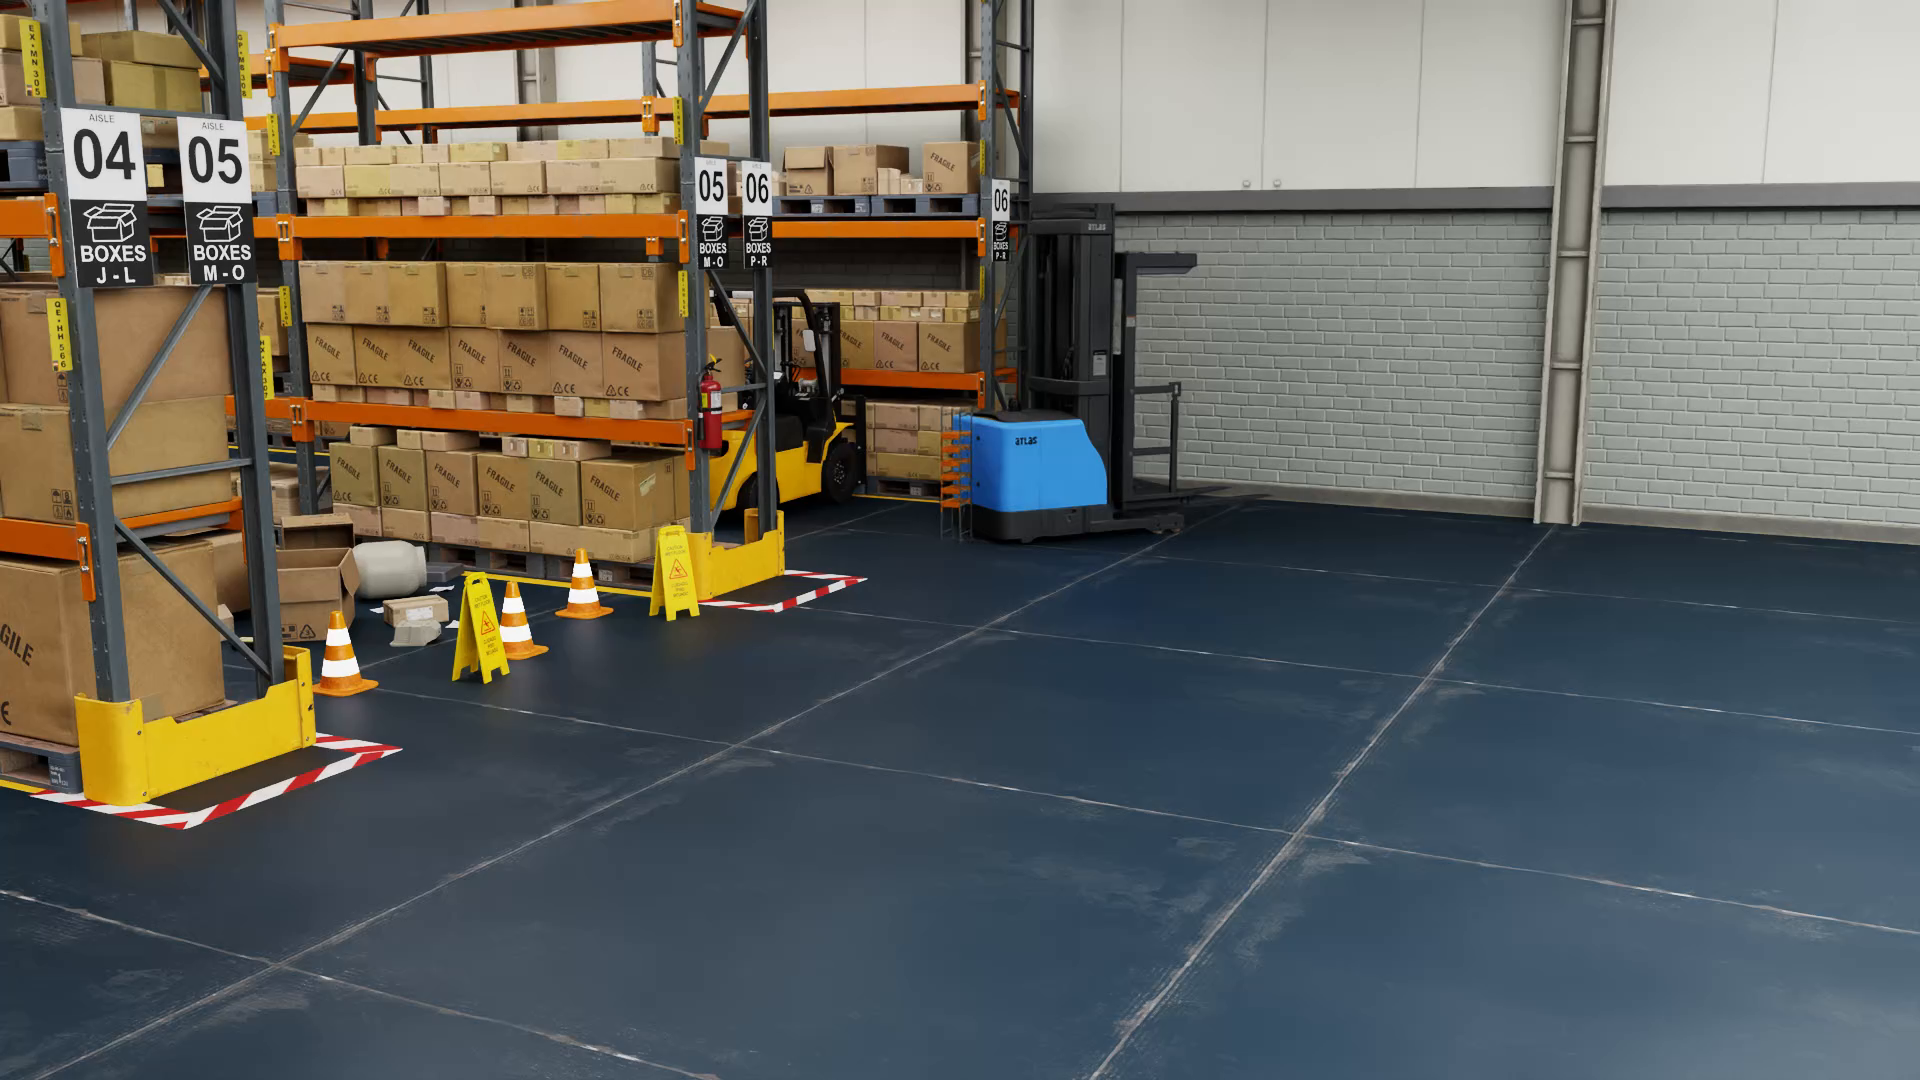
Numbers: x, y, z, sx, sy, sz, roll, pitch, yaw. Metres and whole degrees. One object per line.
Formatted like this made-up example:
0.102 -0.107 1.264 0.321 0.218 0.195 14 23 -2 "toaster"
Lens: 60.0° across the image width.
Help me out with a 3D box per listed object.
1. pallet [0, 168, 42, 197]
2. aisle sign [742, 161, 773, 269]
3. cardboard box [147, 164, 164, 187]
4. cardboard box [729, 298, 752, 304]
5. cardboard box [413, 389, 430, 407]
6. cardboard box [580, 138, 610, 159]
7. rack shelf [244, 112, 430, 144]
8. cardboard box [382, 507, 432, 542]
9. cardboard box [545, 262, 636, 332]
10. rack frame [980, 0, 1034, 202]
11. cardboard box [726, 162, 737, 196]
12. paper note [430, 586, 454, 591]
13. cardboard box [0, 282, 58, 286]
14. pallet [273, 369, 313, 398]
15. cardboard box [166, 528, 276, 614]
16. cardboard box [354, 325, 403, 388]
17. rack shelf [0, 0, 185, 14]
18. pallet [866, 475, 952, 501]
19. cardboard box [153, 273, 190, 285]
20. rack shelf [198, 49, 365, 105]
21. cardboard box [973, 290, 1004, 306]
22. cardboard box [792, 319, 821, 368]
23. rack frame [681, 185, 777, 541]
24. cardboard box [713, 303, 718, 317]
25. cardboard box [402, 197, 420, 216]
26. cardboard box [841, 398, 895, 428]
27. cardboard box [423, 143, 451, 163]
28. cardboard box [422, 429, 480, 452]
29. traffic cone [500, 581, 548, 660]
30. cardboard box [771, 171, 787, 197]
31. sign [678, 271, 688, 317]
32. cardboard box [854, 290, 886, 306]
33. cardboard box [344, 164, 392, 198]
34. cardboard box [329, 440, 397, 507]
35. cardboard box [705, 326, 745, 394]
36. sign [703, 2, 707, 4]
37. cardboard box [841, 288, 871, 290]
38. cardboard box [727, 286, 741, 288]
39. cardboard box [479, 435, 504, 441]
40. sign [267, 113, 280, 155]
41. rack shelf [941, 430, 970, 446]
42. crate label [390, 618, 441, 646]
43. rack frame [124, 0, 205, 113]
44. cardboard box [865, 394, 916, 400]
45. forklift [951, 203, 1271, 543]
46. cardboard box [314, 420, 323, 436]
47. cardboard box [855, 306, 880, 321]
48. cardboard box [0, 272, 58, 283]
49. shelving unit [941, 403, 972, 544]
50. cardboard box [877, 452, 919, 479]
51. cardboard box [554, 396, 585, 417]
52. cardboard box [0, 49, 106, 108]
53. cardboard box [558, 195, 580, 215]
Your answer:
-5.587 -1.913 8.706 1.213 0.211 1.003 5 11 26 "pallet"
-1.527 -2.451 12.549 0.004 0.787 0.394 5 11 26 "aisle sign"
-6.803 -3.155 14.558 0.500 0.250 0.500 5 11 27 "cardboard box"
-2.266 -2.616 17.823 0.250 0.149 0.380 5 12 27 "cardboard box"
-4.205 -1.174 13.498 0.250 0.149 0.380 5 11 26 "cardboard box"
-2.605 -2.895 12.346 0.250 0.149 0.380 5 11 25 "cardboard box"
-8.494 -5.109 20.835 4.000 0.370 1.077 5 11 26 "rack shelf"
-4.413 -0.166 13.765 0.500 0.250 0.500 6 12 29 "cardboard box"
-2.725 -1.861 12.666 0.500 0.500 0.700 5 11 26 "cardboard box"
0.474 -4.872 16.381 0.127 3.000 1.000 5 11 26 "rack frame"
-2.052 -2.758 12.708 0.500 0.250 0.500 5 11 25 "cardboard box"
-3.935 0.365 12.629 0.148 0.019 0.142 1 10 6 "paper note"
-5.111 -1.063 8.730 0.550 0.550 0.875 5 11 26 "cardboard box"
-5.928 -1.431 14.754 1.213 0.211 1.003 5 11 26 "pallet"
-5.257 0.228 11.675 0.503 0.637 0.797 5 11 26 "cardboard box"
-4.575 -1.523 13.605 0.500 0.500 0.500 5 11 26 "cardboard box"
-12.081 -7.257 22.245 4.000 0.370 1.077 5 11 26 "rack shelf"
-0.231 -0.601 17.460 1.213 0.211 1.003 5 11 26 "pallet"
-7.302 -2.395 15.423 0.250 0.149 0.380 4 11 23 "cardboard box"
-7.100 -4.001 14.712 4.000 0.370 1.077 5 11 26 "rack shelf"
0.267 -2.495 17.157 0.250 0.149 0.380 5 11 25 "cardboard box"
-1.461 -2.087 17.555 0.500 0.500 0.500 5 11 26 "cardboard box"
-1.719 -1.127 12.534 0.127 3.000 1.000 5 11 26 "rack frame"
-2.465 -2.500 18.020 0.250 0.149 0.380 5 11 26 "cardboard box"
-4.213 -2.650 13.235 0.250 0.149 0.380 5 11 24 "cardboard box"
-0.995 -1.329 17.387 0.500 0.250 0.500 5 11 27 "cardboard box"
-3.976 -3.016 13.016 0.250 0.149 0.380 5 11 25 "cardboard box"
-4.107 -0.814 13.419 0.250 0.149 0.380 6 12 29 "cardboard box"
-2.862 0.498 10.681 0.334 0.463 0.336 5 11 26 "traffic cone"
-1.917 -3.735 17.442 0.258 0.266 0.396 5 11 24 "cardboard box"
-1.983 -1.765 11.922 0.005 0.325 0.100 5 11 26 "sign"
-0.896 -2.494 17.152 0.250 0.149 0.380 5 12 27 "cardboard box"
-4.566 -2.873 13.346 0.500 0.250 0.500 5 11 25 "cardboard box"
-4.897 -0.575 13.921 0.500 0.500 0.500 6 12 29 "cardboard box"
-2.021 -1.404 12.949 0.500 0.500 0.500 5 11 25 "cardboard box"
-2.846 -5.811 18.505 0.005 0.325 0.100 5 11 26 "sign"
-1.108 -2.622 17.856 0.250 0.149 0.380 5 11 26 "cardboard box"
-2.487 -2.747 18.546 0.250 0.149 0.380 5 11 24 "cardboard box"
-4.200 -0.621 14.176 0.500 0.500 0.500 5 12 27 "cardboard box"
-5.549 -3.277 13.436 0.005 0.325 0.100 5 11 26 "sign"
-0.031 -0.895 14.537 0.180 0.103 0.258 5 11 26 "rack shelf"
-3.595 0.606 10.998 0.298 0.136 0.250 -1 10 -4 "crate label"
-10.288 -5.818 21.606 0.127 3.000 1.000 5 11 26 "rack frame"
-0.767 -1.414 17.852 0.500 0.250 0.500 5 11 25 "cardboard box"
1.468 -1.575 15.204 3.031 2.935 1.130 -5 12 -27 "forklift"
-8.090 -1.608 21.031 0.500 0.500 0.500 6 12 28 "cardboard box"
-0.887 -2.351 17.197 0.250 0.149 0.380 5 11 24 "cardboard box"
-9.228 -2.376 16.350 0.500 0.500 0.500 5 11 24 "cardboard box"
-0.031 -0.585 14.593 0.189 1.200 0.258 5 11 26 "shelving unit"
-0.529 -0.801 17.274 0.500 0.250 0.500 5 11 26 "cardboard box"
-2.890 -1.040 12.759 0.250 0.149 0.380 5 12 27 "cardboard box"
-4.382 -2.127 7.762 0.500 0.250 0.500 5 11 27 "cardboard box"
-2.822 -2.534 12.592 0.250 0.149 0.380 5 11 26 "cardboard box"
